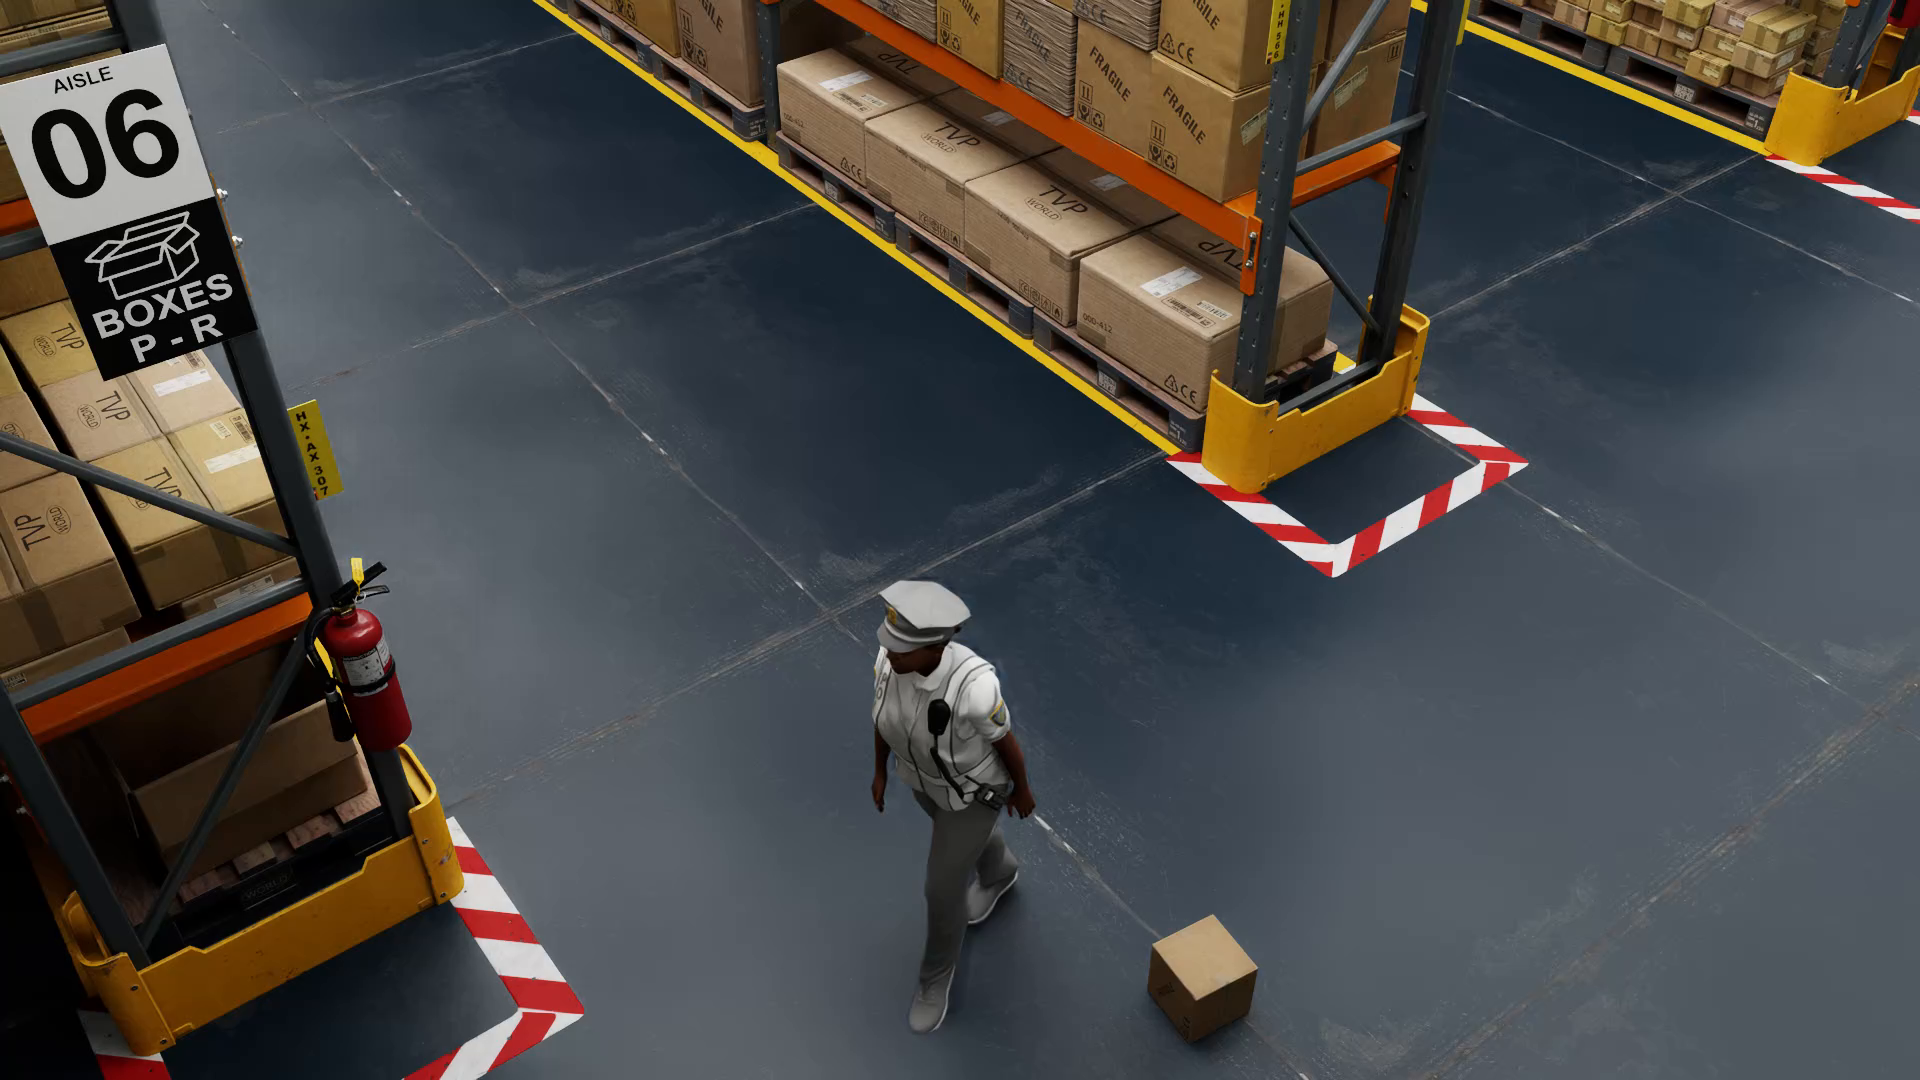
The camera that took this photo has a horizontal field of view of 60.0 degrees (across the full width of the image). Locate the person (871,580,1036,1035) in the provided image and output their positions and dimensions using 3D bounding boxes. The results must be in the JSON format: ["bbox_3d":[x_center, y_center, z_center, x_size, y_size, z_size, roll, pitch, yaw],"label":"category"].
[{"bbox_3d":[-0.045,0.766,5.268,0.477,1.701,0.697,32,50,32],"label":"person"}]
